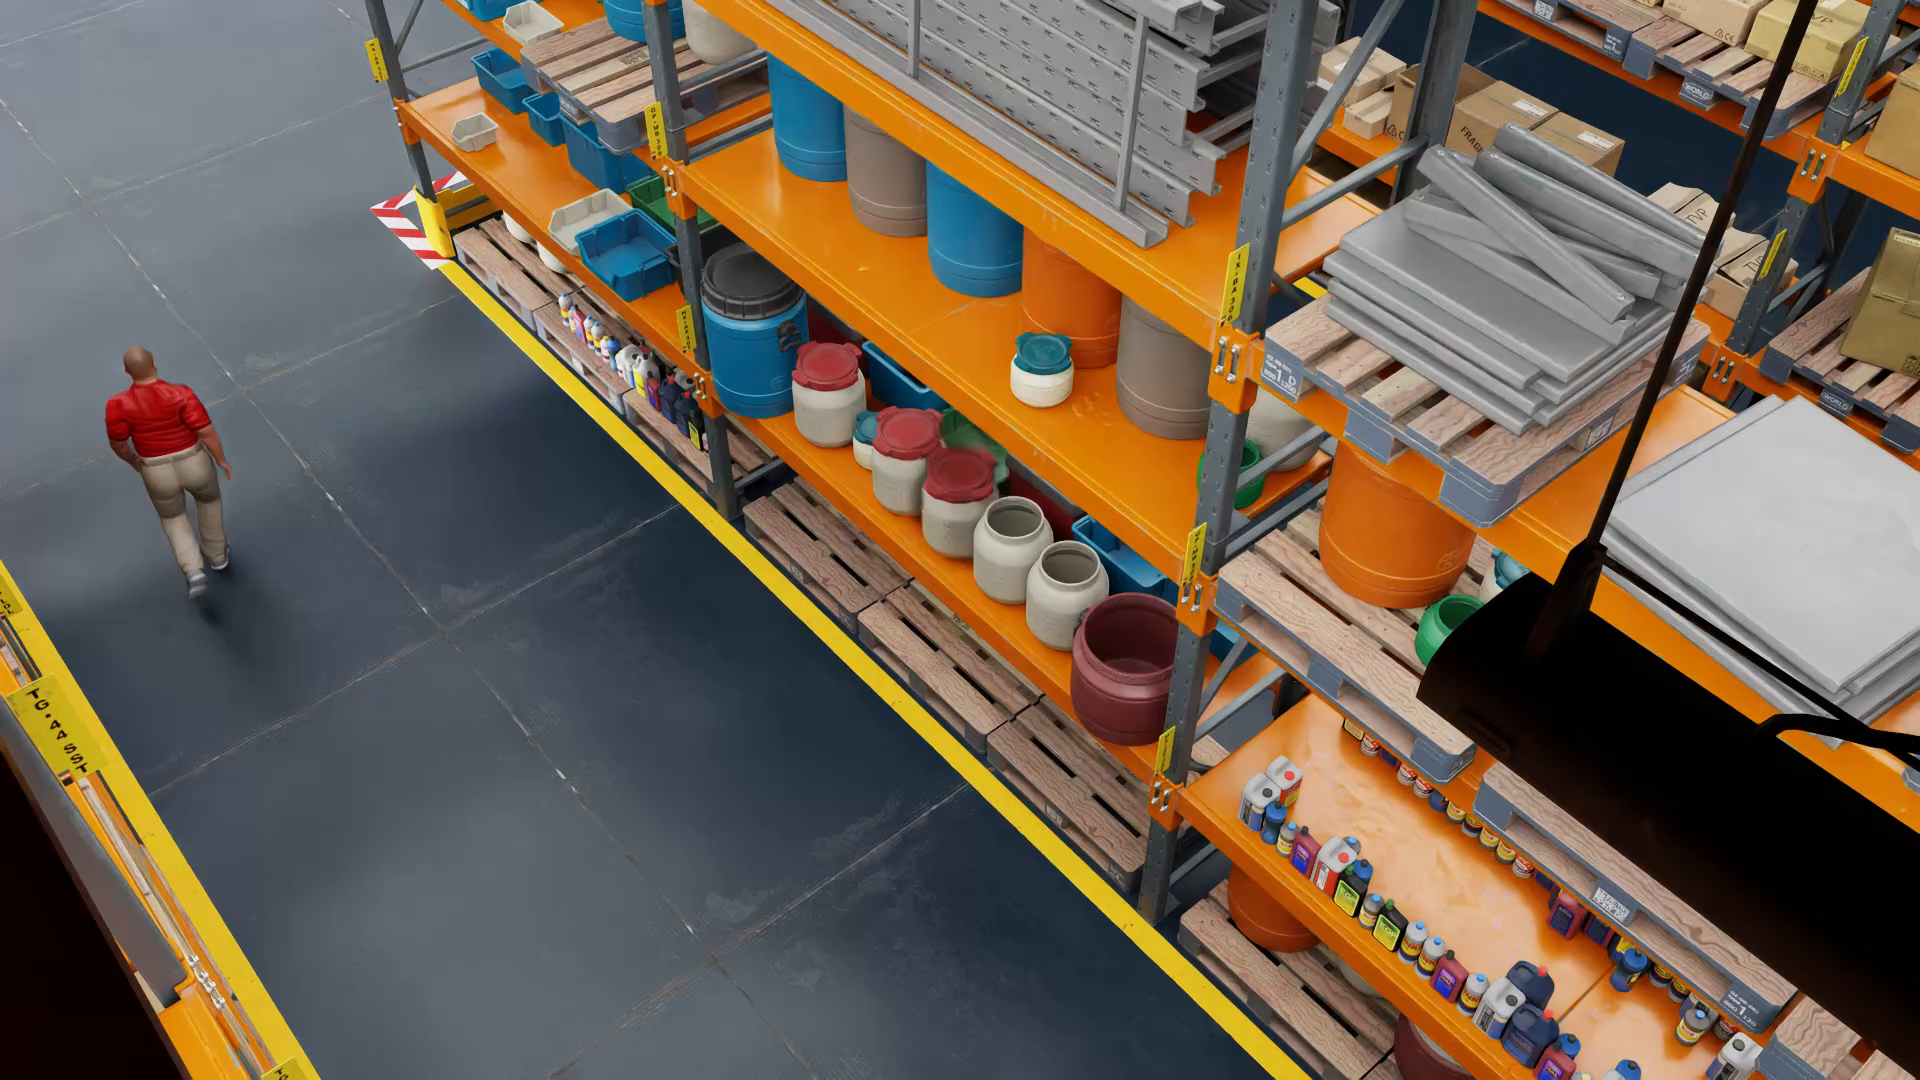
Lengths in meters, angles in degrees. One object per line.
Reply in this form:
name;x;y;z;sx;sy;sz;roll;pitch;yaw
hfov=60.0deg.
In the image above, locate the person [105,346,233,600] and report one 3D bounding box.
person;-4.773;-0.374;10.177;0.596;1.701;0.669;-17;49;-16
